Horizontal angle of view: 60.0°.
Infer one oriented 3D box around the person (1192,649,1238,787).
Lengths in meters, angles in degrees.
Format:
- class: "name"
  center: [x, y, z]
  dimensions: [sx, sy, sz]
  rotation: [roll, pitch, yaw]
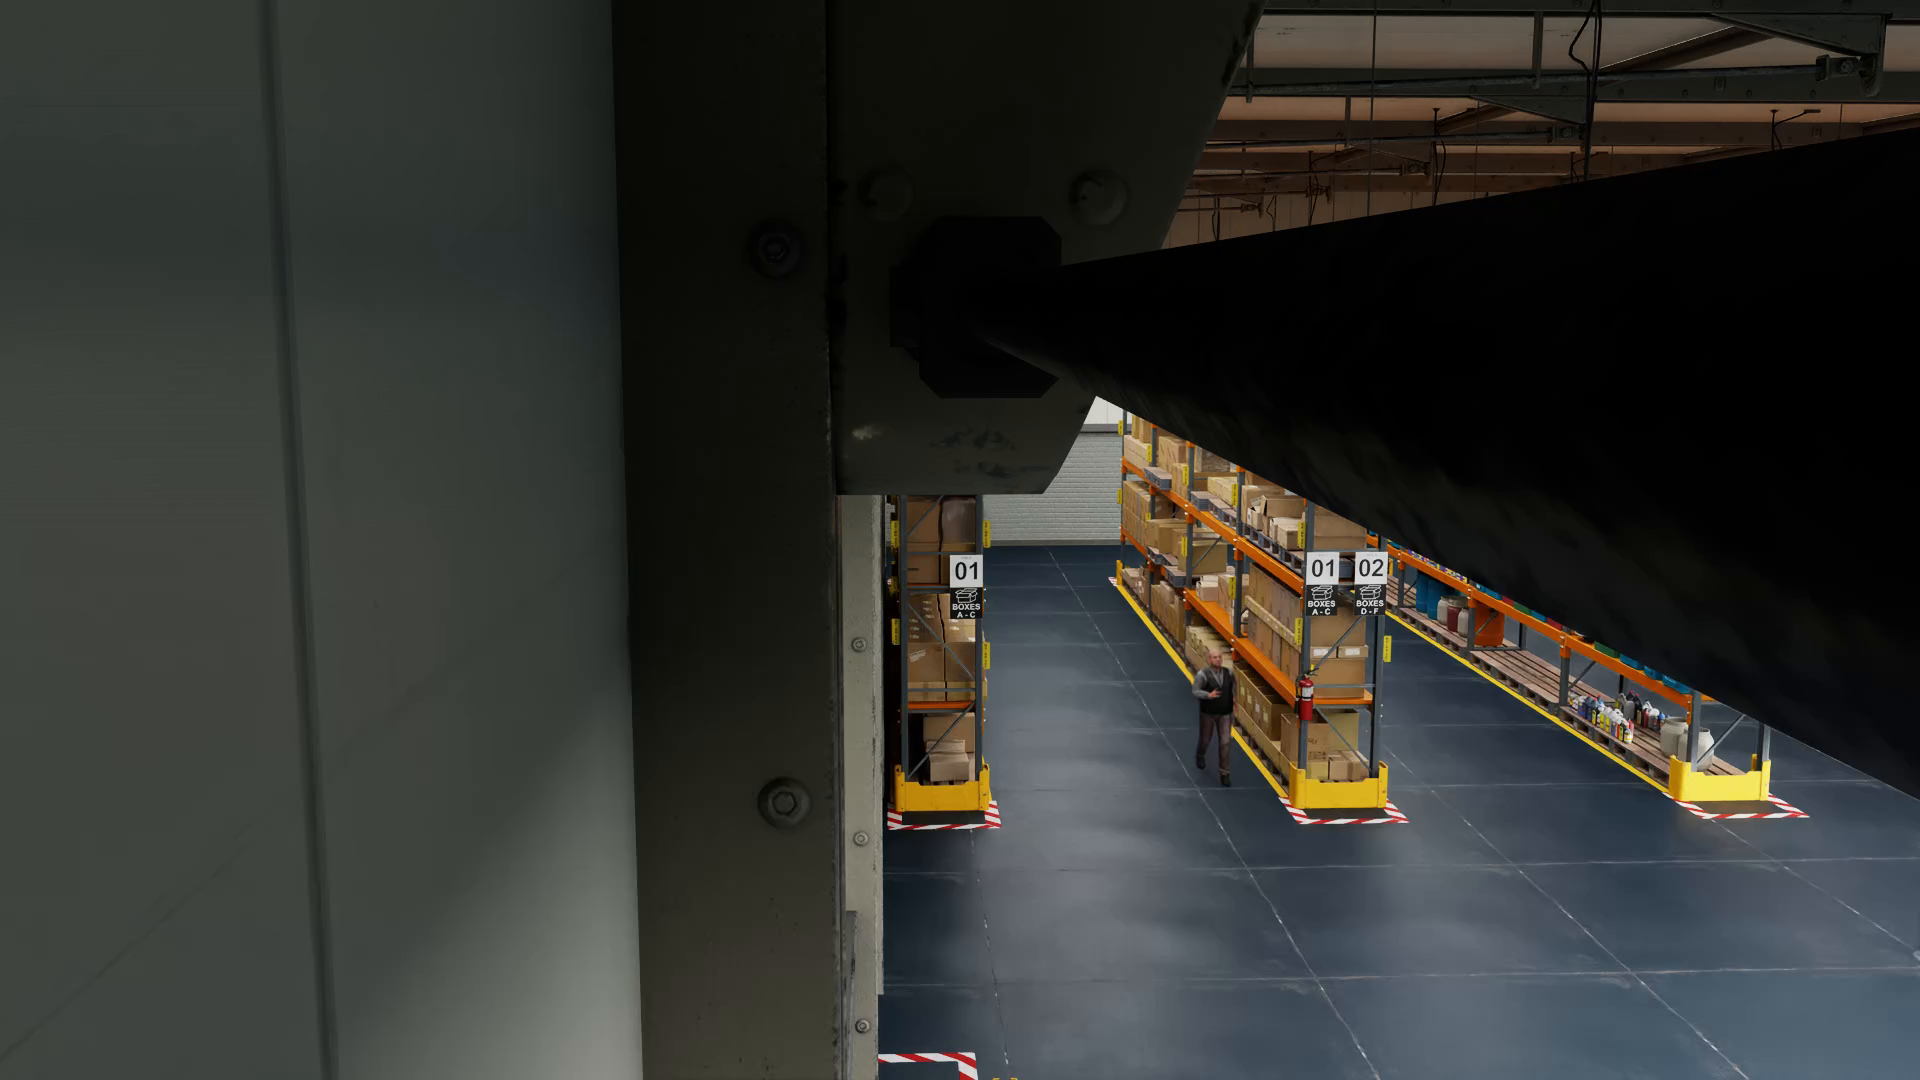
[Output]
- class: "person"
  center: [3.336, 2.271, 21.707]
  dimensions: [0.657, 1.707, 0.971]
  rotation: [-1, 8, -6]
